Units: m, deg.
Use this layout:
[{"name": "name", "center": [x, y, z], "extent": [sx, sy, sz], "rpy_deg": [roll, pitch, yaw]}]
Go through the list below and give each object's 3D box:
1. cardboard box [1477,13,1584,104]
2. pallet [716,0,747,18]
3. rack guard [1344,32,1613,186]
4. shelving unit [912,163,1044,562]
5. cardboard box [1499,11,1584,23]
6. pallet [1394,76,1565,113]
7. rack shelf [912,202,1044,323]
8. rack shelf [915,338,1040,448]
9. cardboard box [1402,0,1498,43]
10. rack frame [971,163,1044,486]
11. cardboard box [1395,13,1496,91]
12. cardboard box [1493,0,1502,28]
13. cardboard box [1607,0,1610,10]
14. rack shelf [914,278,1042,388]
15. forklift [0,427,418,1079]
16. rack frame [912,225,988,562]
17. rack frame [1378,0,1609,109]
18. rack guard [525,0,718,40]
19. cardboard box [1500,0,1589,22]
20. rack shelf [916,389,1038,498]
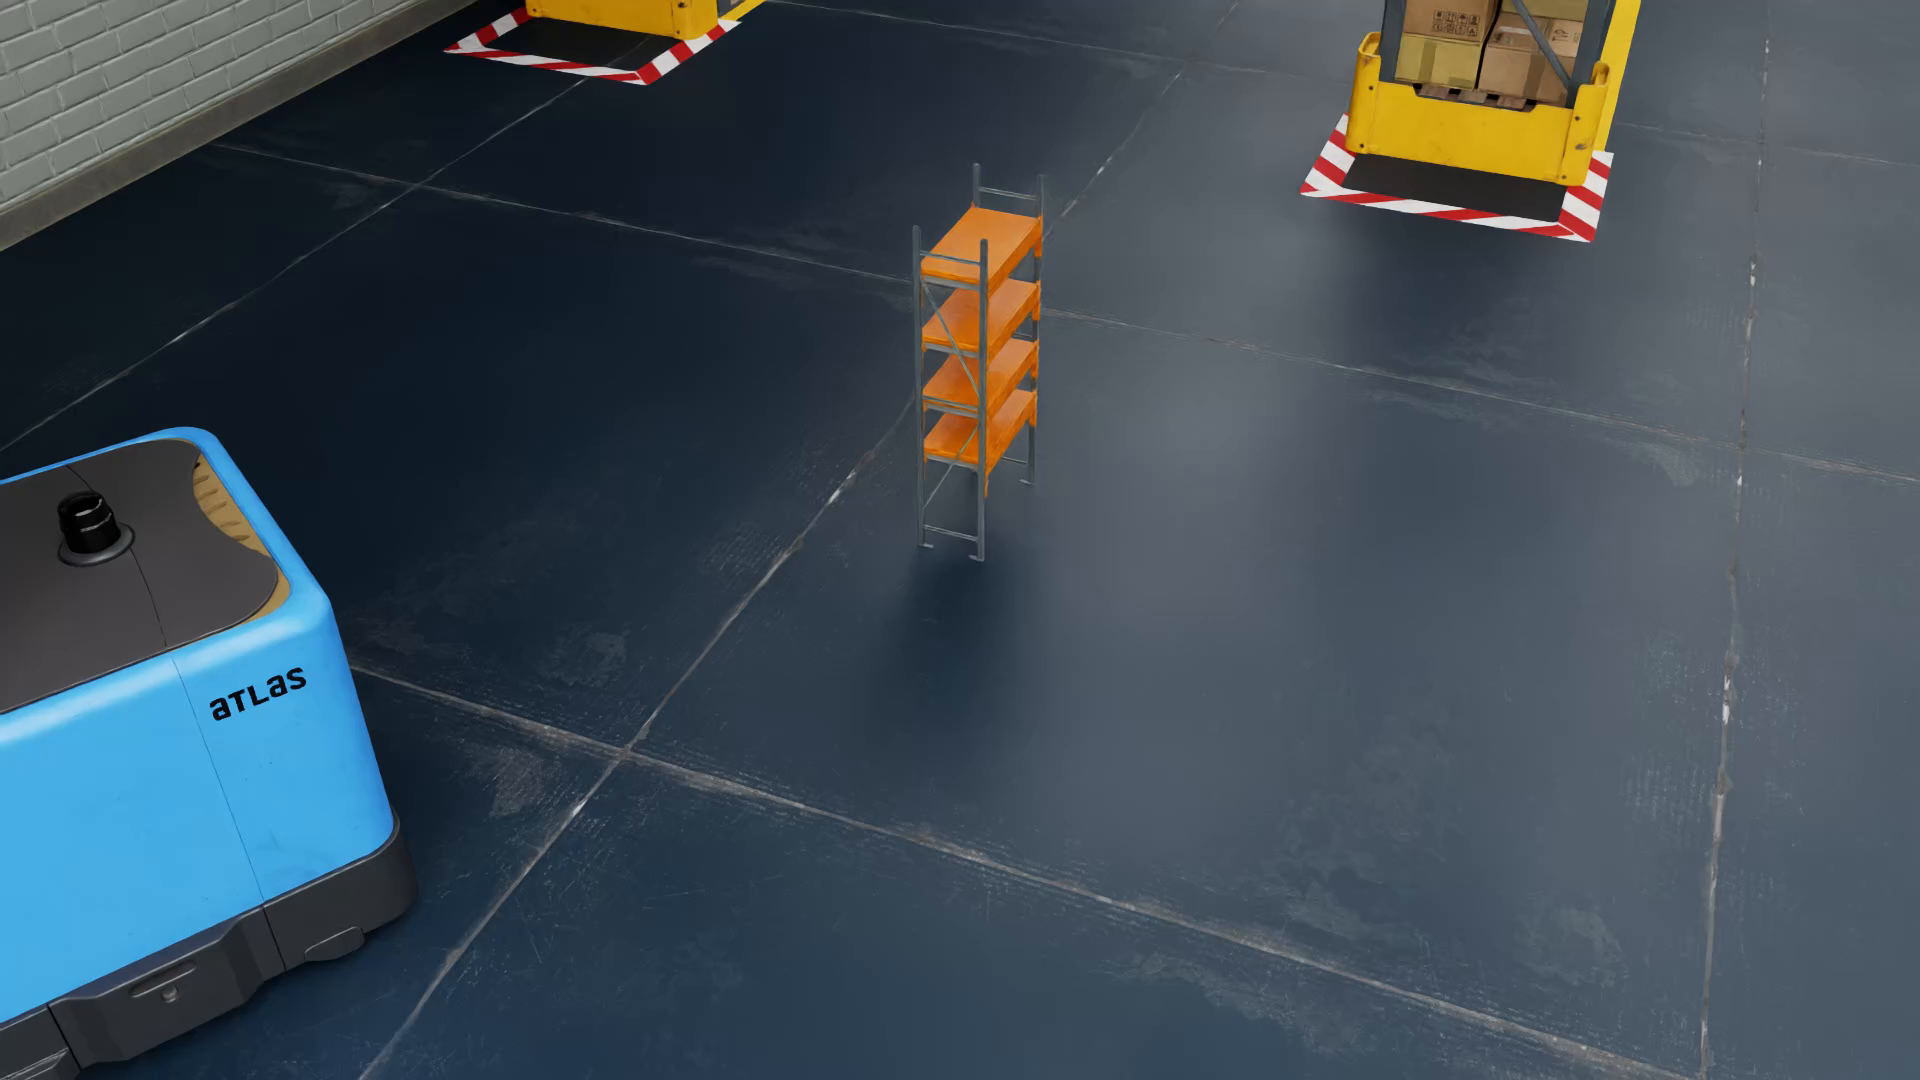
[{"name": "cardboard box", "center": [2.949, -2.454, 8.474], "extent": [0.500, 0.250, 0.500], "rpy_deg": [14, 39, 18]}, {"name": "pallet", "center": [-1.673, -3.634, 10.436], "extent": [1.003, 0.211, 1.213], "rpy_deg": [14, 39, 18]}, {"name": "rack guard", "center": [2.530, -2.127, 8.178], "extent": [1.175, 0.500, 0.348], "rpy_deg": [14, 39, 18]}, {"name": "shelving unit", "center": [0.063, -0.572, 5.513], "extent": [0.258, 1.200, 0.503], "rpy_deg": [14, 39, 18]}, {"name": "cardboard box", "center": [3.136, -2.732, 8.845], "extent": [0.500, 0.250, 0.500], "rpy_deg": [14, 39, 18]}, {"name": "pallet", "center": [2.792, -2.457, 8.861], "extent": [1.003, 0.211, 1.213], "rpy_deg": [14, 39, 18]}, {"name": "rack shelf", "center": [0.063, -0.887, 5.278], "extent": [0.258, 0.148, 0.480], "rpy_deg": [14, 39, 18]}, {"name": "rack shelf", "center": [0.063, -0.518, 5.554], "extent": [0.258, 0.148, 0.480], "rpy_deg": [14, 39, 18]}, {"name": "cardboard box", "center": [2.468, -2.873, 8.408], "extent": [0.500, 0.500, 0.500], "rpy_deg": [14, 39, 18]}, {"name": "rack frame", "center": [0.156, -0.707, 5.694], "extent": [0.240, 1.200, 0.015], "rpy_deg": [14, 39, 18]}, {"name": "cardboard box", "center": [2.470, -2.572, 8.632], "extent": [0.500, 0.250, 0.500], "rpy_deg": [14, 39, 18]}, {"name": "cardboard box", "center": [2.649, -2.852, 9.006], "extent": [0.500, 0.250, 0.500], "rpy_deg": [14, 39, 18]}, {"name": "cardboard box", "center": [3.521, -3.284, 9.585], "extent": [0.500, 0.250, 0.500], "rpy_deg": [14, 39, 18]}, {"name": "rack shelf", "center": [0.063, -0.698, 5.420], "extent": [0.258, 0.148, 0.480], "rpy_deg": [14, 39, 18]}, {"name": "forklift", "center": [-2.917, 0.120, 3.142], "extent": [3.031, 2.935, 1.130], "rpy_deg": [-24, 43, -28]}, {"name": "rack frame", "center": [-0.030, -0.437, 5.333], "extent": [0.240, 1.200, 0.015], "rpy_deg": [14, 39, 18]}, {"name": "rack frame", "center": [2.539, -3.141, 7.447], "extent": [1.000, 3.000, 0.127], "rpy_deg": [14, 39, 18]}, {"name": "rack guard", "center": [-2.014, -3.308, 9.759], "extent": [1.175, 0.500, 0.348], "rpy_deg": [14, 39, 18]}, {"name": "cardboard box", "center": [3.138, -3.032, 8.620], "extent": [0.500, 0.500, 0.500], "rpy_deg": [14, 39, 18]}, {"name": "rack shelf", "center": [0.063, -0.359, 5.673], "extent": [0.258, 0.148, 0.480], "rpy_deg": [14, 39, 18]}]
